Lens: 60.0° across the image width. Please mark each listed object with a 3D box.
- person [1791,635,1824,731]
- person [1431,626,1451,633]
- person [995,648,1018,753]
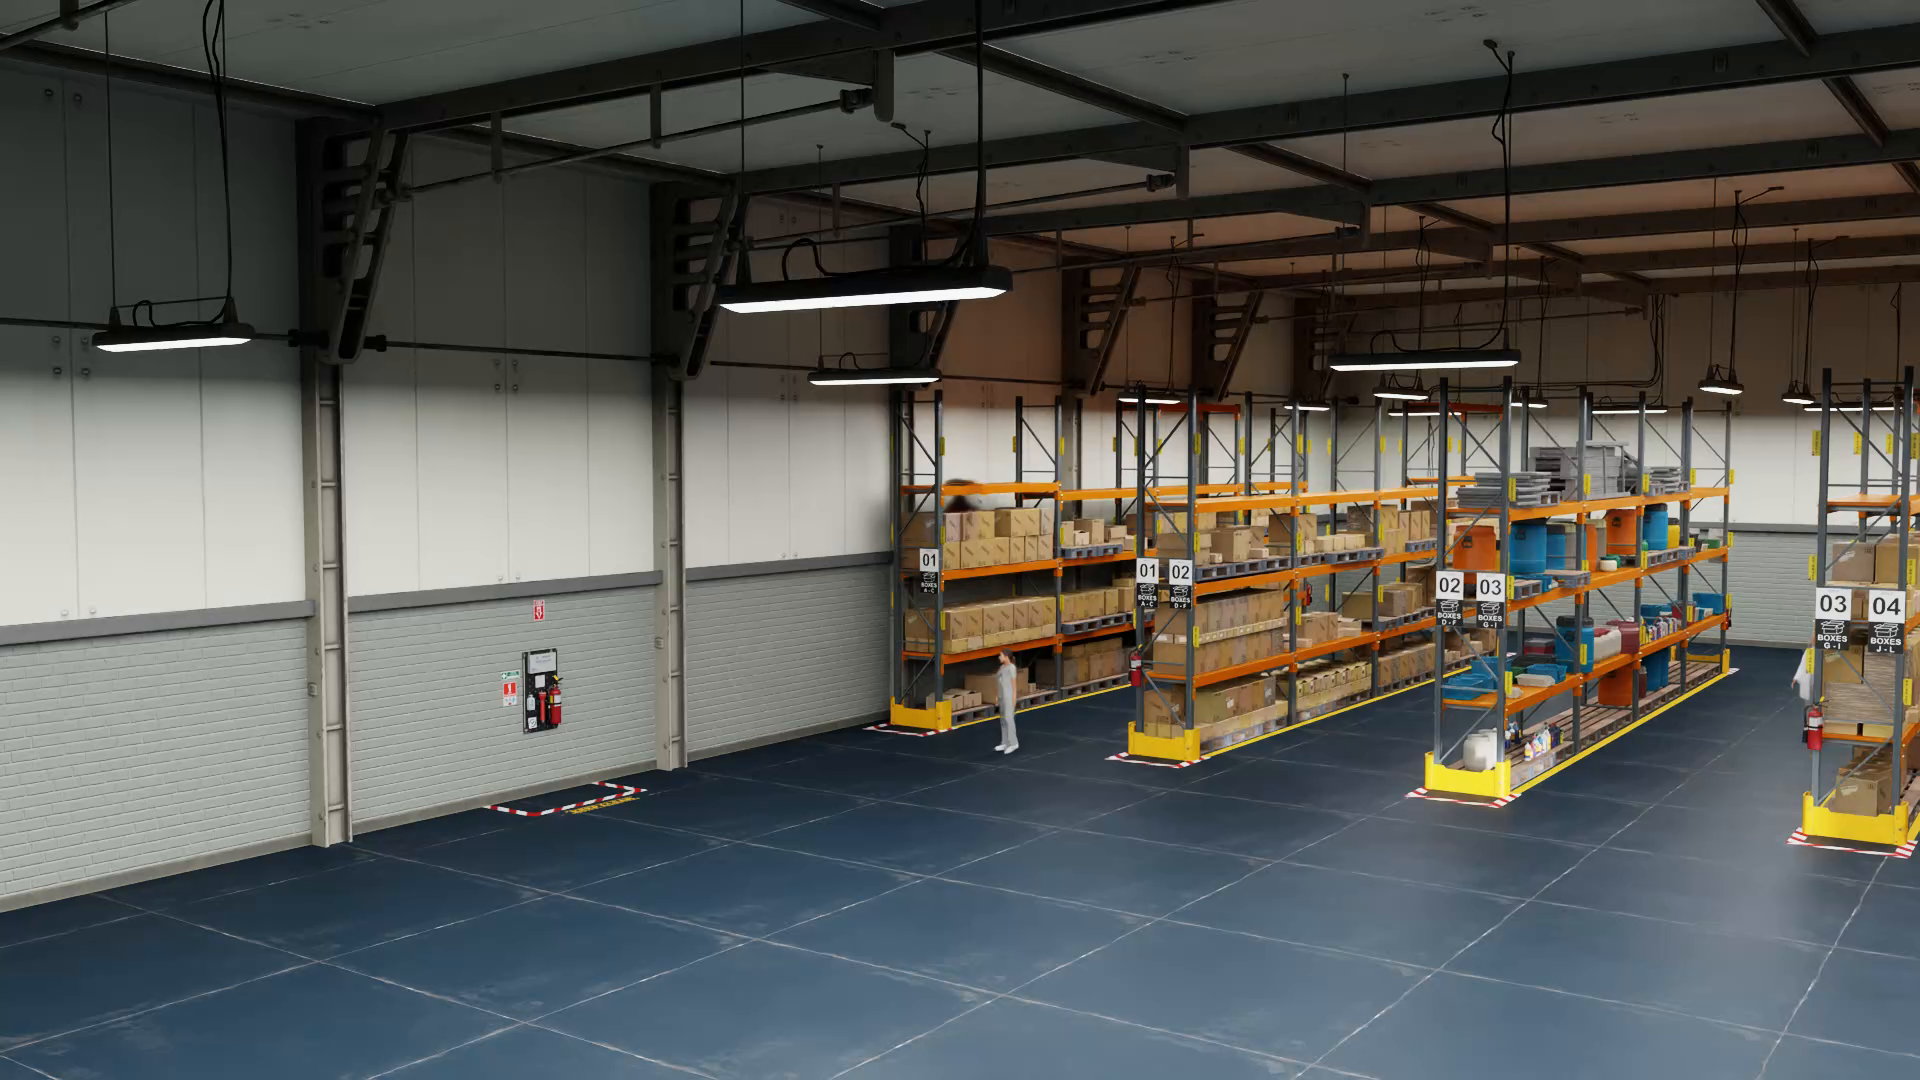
[{"bbox_3d":[14.765,2.496,28.744,0.692,1.728,1.048,2,4,34],"label":"person"},{"bbox_3d":[12.774,1.655,43.781,0.573,1.740,0.692,-1,3,-15],"label":"person"},{"bbox_3d":[0.758,2.635,27.395,0.395,1.717,0.511,-2,4,-27],"label":"person"}]
